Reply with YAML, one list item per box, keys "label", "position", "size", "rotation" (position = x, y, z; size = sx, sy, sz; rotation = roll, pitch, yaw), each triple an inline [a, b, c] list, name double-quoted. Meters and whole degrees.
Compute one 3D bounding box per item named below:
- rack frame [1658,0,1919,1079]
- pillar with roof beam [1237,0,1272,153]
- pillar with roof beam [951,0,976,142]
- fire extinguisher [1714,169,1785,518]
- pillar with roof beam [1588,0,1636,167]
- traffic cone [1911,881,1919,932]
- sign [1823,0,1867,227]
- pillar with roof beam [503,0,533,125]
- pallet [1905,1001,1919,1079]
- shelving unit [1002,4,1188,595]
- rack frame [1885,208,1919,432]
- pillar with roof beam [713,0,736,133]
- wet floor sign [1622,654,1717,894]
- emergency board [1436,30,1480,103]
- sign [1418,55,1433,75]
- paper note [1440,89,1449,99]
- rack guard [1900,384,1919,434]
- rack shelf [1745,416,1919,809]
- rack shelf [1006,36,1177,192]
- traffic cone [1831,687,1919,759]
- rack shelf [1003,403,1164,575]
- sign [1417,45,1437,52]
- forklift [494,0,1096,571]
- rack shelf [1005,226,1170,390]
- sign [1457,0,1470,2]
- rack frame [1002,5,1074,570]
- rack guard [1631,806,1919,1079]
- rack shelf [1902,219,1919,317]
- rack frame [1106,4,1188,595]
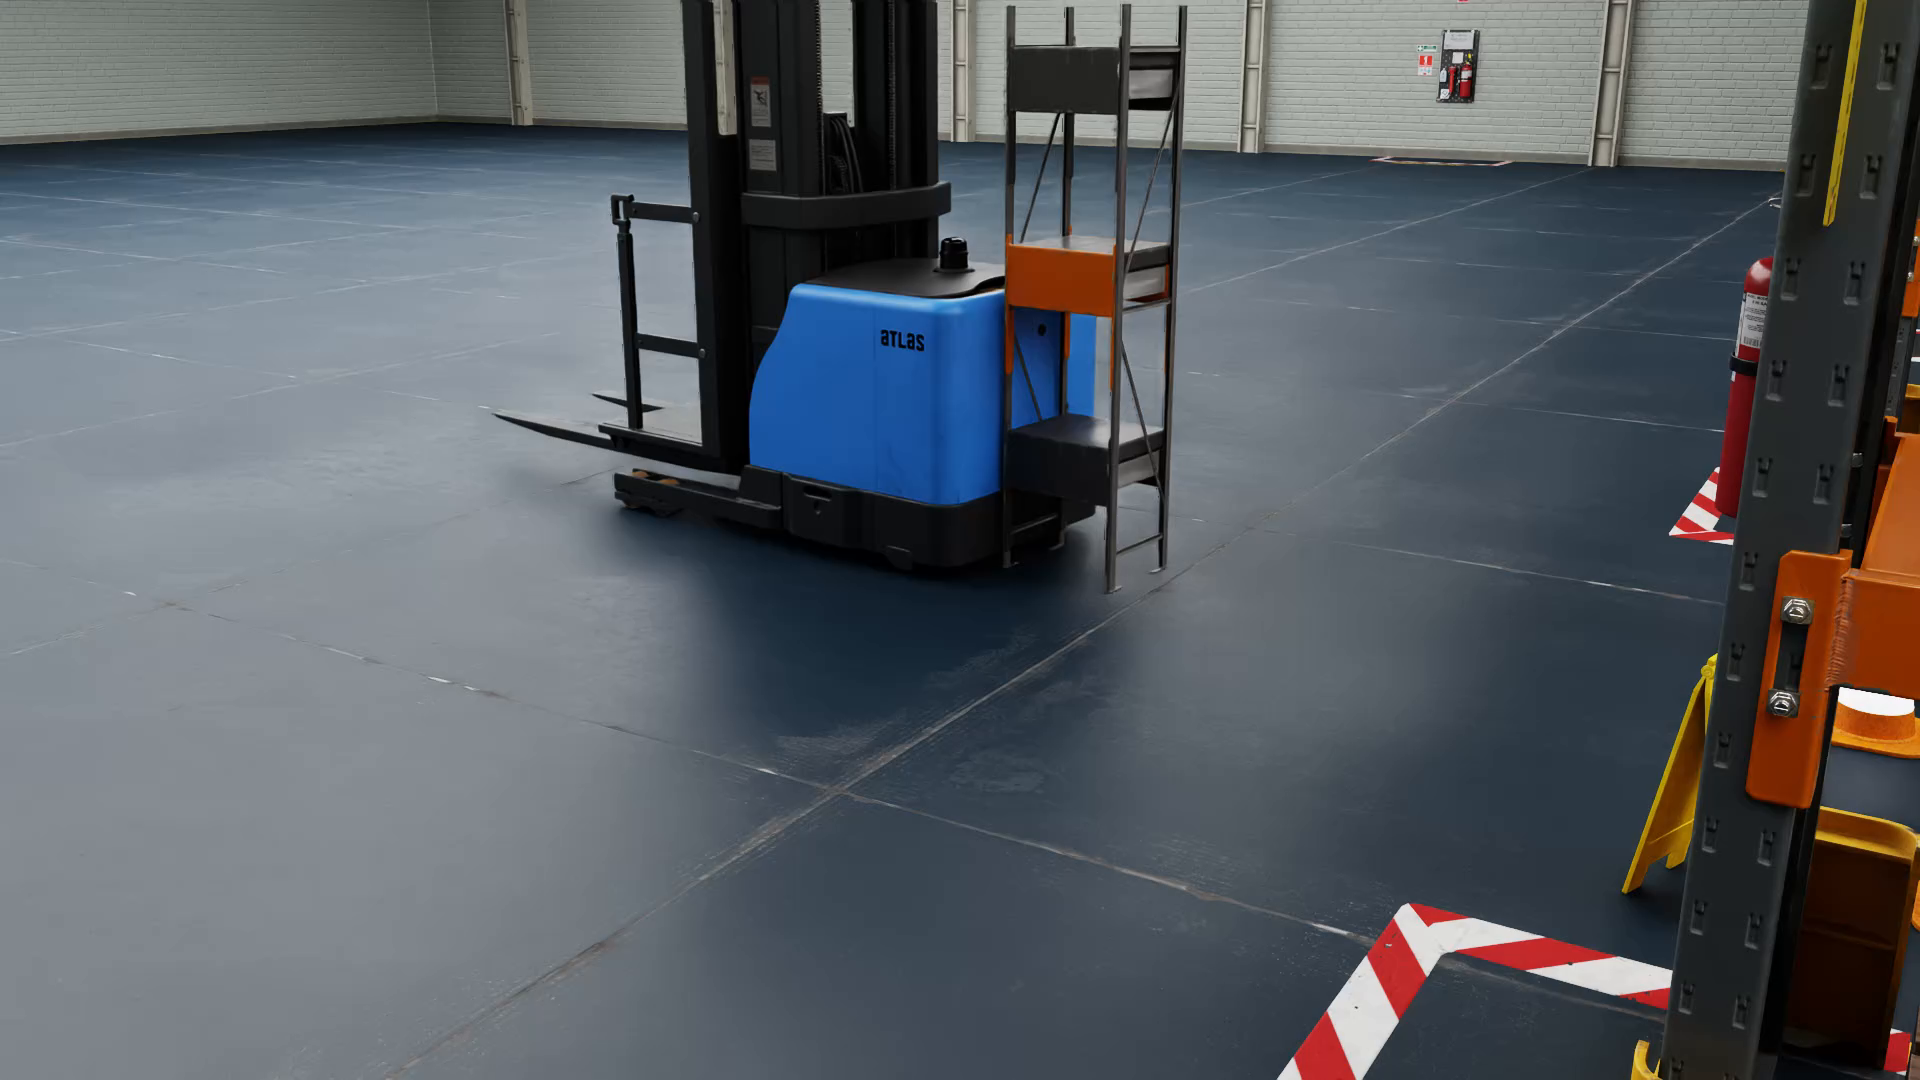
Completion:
- label: "rack frame"
  position: [1.391, -0.280, 2.641]
  size: [0.127, 3.000, 1.000]
  rotation: [10, 20, 30]
- label: "pillar with roof beam"
  position: [2.925, -10.152, 24.819]
  size: [0.400, 9.000, 9.100]
  rotation: [10, 20, 30]
- label: "pillar with roof beam"
  position: [-2.188, -11.064, 27.823]
  size: [0.400, 9.000, 9.100]
  rotation: [10, 20, 30]
- label: "fire extinguisher"
  position: [1.535, -0.374, 3.085]
  size: [0.183, 0.674, 0.296]
  rotation: [10, 20, 30]
- label: "pillar with roof beam"
  position: [8.038, -9.239, 21.814]
  size: [0.400, 9.000, 9.100]
  rotation: [10, 20, 30]
- label: "traffic cone"
  position: [2.433, 0.680, 3.846]
  size: [0.334, 0.463, 0.336]
  rotation: [10, 20, 30]
- label: "sign"
  position: [1.107, -0.559, 2.073]
  size: [0.005, 0.325, 0.100]
  rotation: [10, 20, 30]
- label: "pillar with roof beam"
  position: [-12.413, -12.890, 33.832]
  size: [0.400, 9.000, 9.100]
  rotation: [10, 20, 30]
- label: "pallet"
  position: [2.130, 1.198, 2.573]
  size: [1.213, 0.211, 1.003]
  rotation: [10, 20, 30]
- label: "shelving unit"
  position: [0.486, -0.890, 6.197]
  size: [0.503, 2.100, 0.431]
  rotation: [13, 21, 37]
- label: "rack frame"
  position: [3.896, -1.521, 6.728]
  size: [0.127, 3.000, 1.000]
  rotation: [10, 20, 30]
- label: "pillar with roof beam"
  position: [-7.300, -11.977, 30.828]
  size: [0.400, 9.000, 9.100]
  rotation: [10, 20, 30]
- label: "wet floor sign"
  position: [1.789, 0.553, 3.951]
  size: [0.267, 0.644, 0.232]
  rotation: [-13, 21, -37]
- label: "emergency board"
  position: [8.205, -7.820, 27.465]
  size: [0.643, 1.169, 0.194]
  rotation: [10, 20, 30]
- label: "sign"
  position: [7.788, -7.947, 27.820]
  size: [0.234, 0.329, 0.001]
  rotation: [10, 20, 30]
- label: "paper note"
  position: [8.090, -7.443, 27.738]
  size: [0.142, 0.148, 0.016]
  rotation: [10, 20, 30]
- label: "rack guard"
  position: [3.875, -0.329, 7.103]
  size: [0.348, 0.500, 1.175]
  rotation: [10, 20, 30]
- label: "rack shelf"
  position: [3.095, 0.369, 1.744]
  size: [4.000, 0.370, 1.077]
  rotation: [10, 20, 30]
- label: "rack shelf"
  position: [0.486, -1.546, 5.998]
  size: [0.480, 0.518, 0.431]
  rotation: [13, 21, 37]
- label: "traffic cone"
  position: [2.724, 0.353, 4.921]
  size: [0.334, 0.463, 0.336]
  rotation: [10, 20, 30]
- label: "rack shelf"
  position: [0.486, -0.207, 6.405]
  size: [0.480, 0.518, 0.431]
  rotation: [13, 21, 37]
- label: "sign"
  position: [7.787, -8.197, 27.734]
  size: [0.331, 0.109, 0.001]
  rotation: [10, 20, 30]
- label: "forklift"
  position: [-0.897, -1.610, 7.140]
  size: [3.031, 2.935, 1.130]
  rotation: [13, 21, 37]
- label: "rack shelf"
  position: [0.486, -0.877, 6.201]
  size: [0.480, 0.518, 0.431]
  rotation: [13, 21, 37]
- label: "sign"
  position: [8.250, -8.955, 27.213]
  size: [0.199, 0.298, 0.001]
  rotation: [10, 20, 30]
- label: "rack frame"
  position: [0.295, -0.934, 6.343]
  size: [0.015, 2.100, 0.400]
  rotation: [13, 21, 37]
- label: "rack guard"
  position: [1.456, 0.928, 2.966]
  size: [0.348, 0.500, 1.175]
  rotation: [10, 20, 30]
- label: "rack shelf"
  position: [5.600, -0.873, 5.831]
  size: [4.000, 0.370, 1.077]
  rotation: [10, 20, 30]
- label: "rack frame"
  position: [0.677, -0.845, 6.052]
  size: [0.015, 2.100, 0.400]
  rotation: [13, 21, 37]
